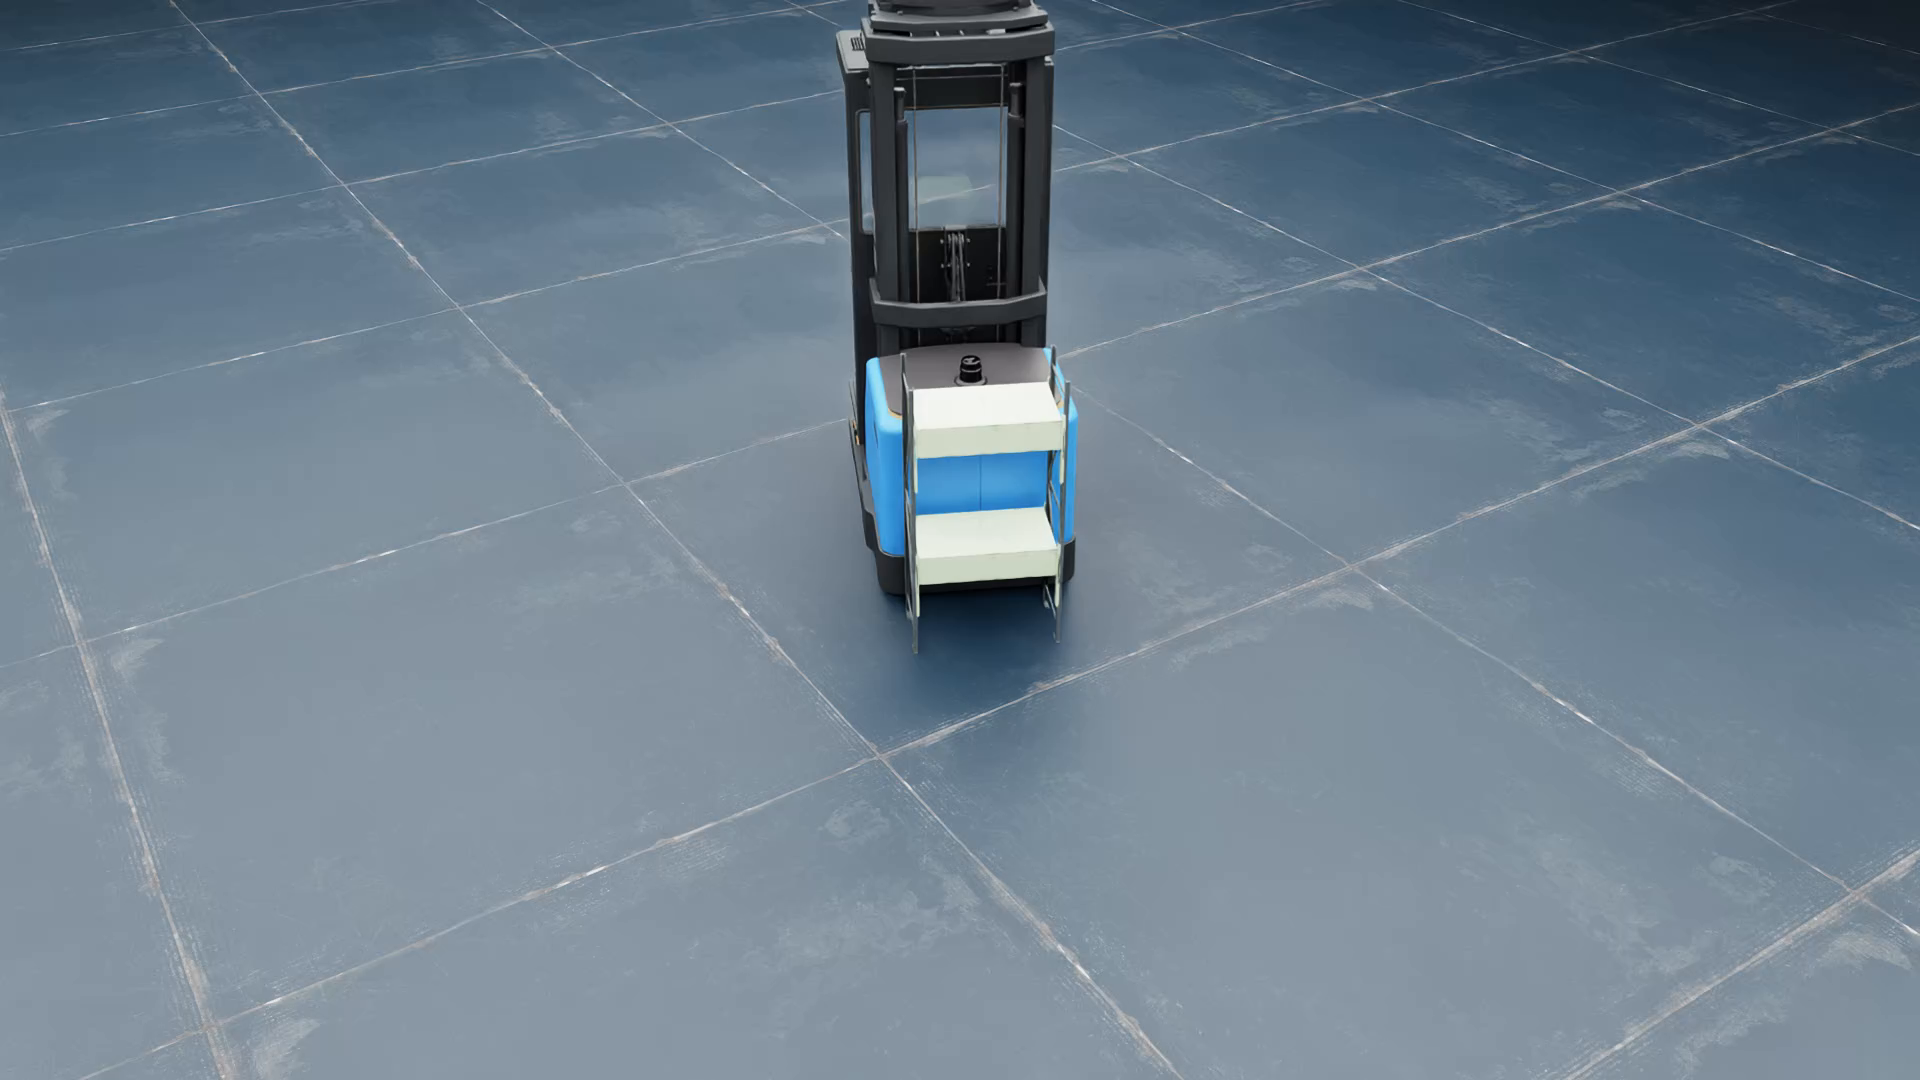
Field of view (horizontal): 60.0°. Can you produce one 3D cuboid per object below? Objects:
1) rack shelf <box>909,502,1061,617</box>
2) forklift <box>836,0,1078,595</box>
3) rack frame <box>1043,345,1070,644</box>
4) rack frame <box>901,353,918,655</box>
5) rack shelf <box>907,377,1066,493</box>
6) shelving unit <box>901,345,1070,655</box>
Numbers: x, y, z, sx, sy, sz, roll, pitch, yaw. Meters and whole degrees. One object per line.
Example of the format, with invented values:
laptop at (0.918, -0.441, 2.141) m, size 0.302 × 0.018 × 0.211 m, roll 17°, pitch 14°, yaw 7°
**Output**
rack shelf at (0.114, 0.094, 8.428) m, size 0.720 × 0.370 × 0.431 m, roll -4°, pitch 32°, yaw -6°
forklift at (-0.088, -1.721, 9.352) m, size 1.130 × 2.935 × 3.031 m, roll -4°, pitch 32°, yaw -6°
rack frame at (0.477, -0.207, 8.294) m, size 0.023 × 1.500 × 0.400 m, roll -4°, pitch 32°, yaw -6°
rack frame at (-0.249, -0.157, 8.214) m, size 0.023 × 1.500 × 0.400 m, roll -4°, pitch 32°, yaw -6°
rack shelf at (0.114, -0.512, 8.046) m, size 0.720 × 0.370 × 0.431 m, roll -4°, pitch 32°, yaw -6°
shelving unit at (0.114, -0.182, 8.254) m, size 0.755 × 1.500 × 0.431 m, roll -4°, pitch 32°, yaw -6°
